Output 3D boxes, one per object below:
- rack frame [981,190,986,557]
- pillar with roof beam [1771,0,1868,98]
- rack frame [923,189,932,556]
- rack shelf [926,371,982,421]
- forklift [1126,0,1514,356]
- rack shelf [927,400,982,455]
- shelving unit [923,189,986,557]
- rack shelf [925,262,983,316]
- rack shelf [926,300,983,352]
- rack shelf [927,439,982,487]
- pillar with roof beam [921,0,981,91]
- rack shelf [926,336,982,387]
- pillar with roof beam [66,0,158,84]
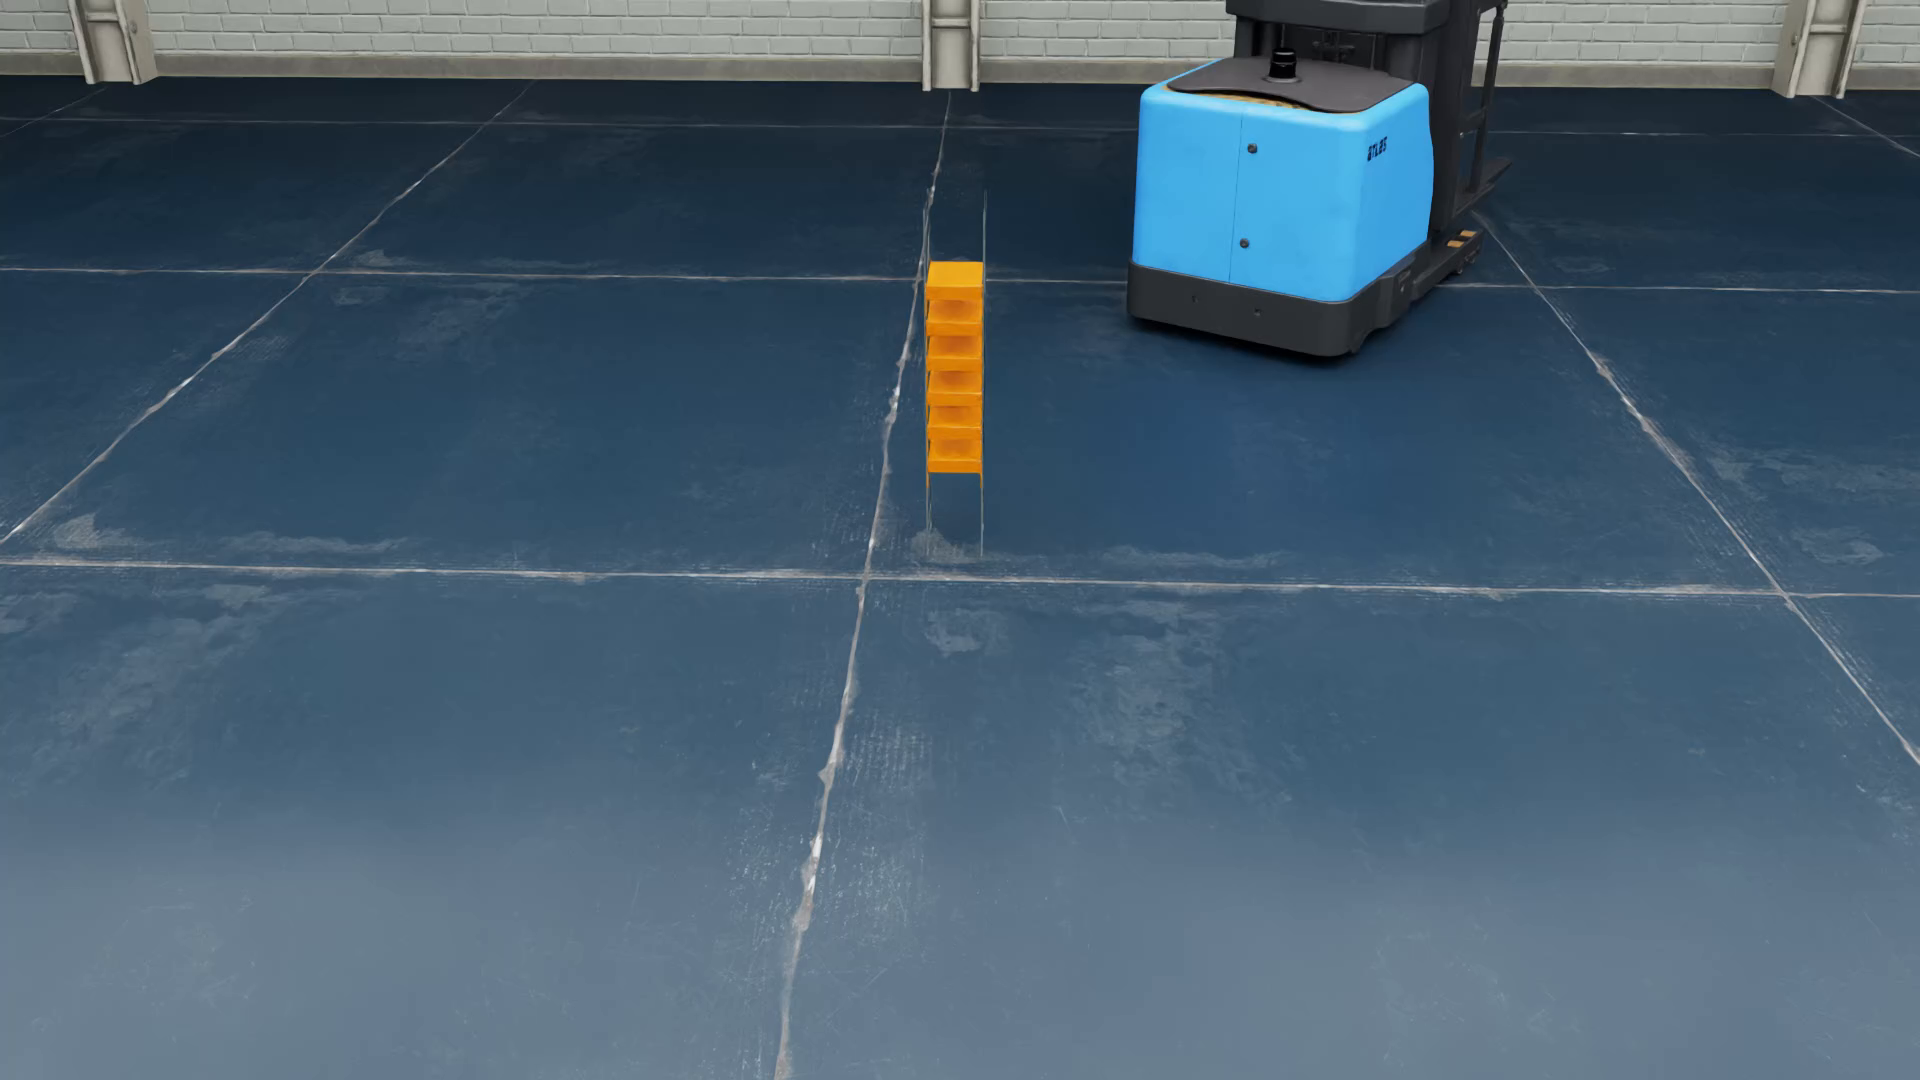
[{"bbox_3d":[0.077,-0.529,5.467,0.006,1.200,0.240,1,28,2],"label":"rack frame"},{"bbox_3d":[5.784,-5.098,5.759,0.400,9.000,9.100,1,28,2],"label":"pillar with roof beam"},{"bbox_3d":[-0.106,-0.532,5.472,0.006,1.200,0.240,1,28,2],"label":"rack frame"},{"bbox_3d":[-0.014,-0.491,5.490,0.180,0.103,0.258,1,28,2],"label":"rack shelf"},{"bbox_3d":[1.982,-2.720,7.751,1.130,2.935,3.031,17,32,29],"label":"forklift"},{"bbox_3d":[-0.014,-0.385,5.546,0.180,0.103,0.258,1,28,2],"label":"rack shelf"},{"bbox_3d":[-0.014,-0.530,5.469,0.189,1.200,0.258,1,28,2],"label":"shelving unit"},{"bbox_3d":[-0.014,-0.809,5.322,0.180,0.103,0.258,1,28,2],"label":"rack shelf"},{"bbox_3d":[-0.014,-0.703,5.378,0.180,0.103,0.258,1,28,2],"label":"rack shelf"},{"bbox_3d":[-0.014,-0.279,5.603,0.180,0.103,0.258,1,28,2],"label":"rack shelf"},{"bbox_3d":[-0.212,-5.197,5.946,0.400,9.000,9.100,1,28,2],"label":"pillar with roof beam"},{"bbox_3d":[-0.014,-0.597,5.434,0.180,0.103,0.258,1,28,2],"label":"rack shelf"},{"bbox_3d":[-6.209,-5.296,6.133,0.400,9.000,9.100,1,28,2],"label":"pillar with roof beam"}]
